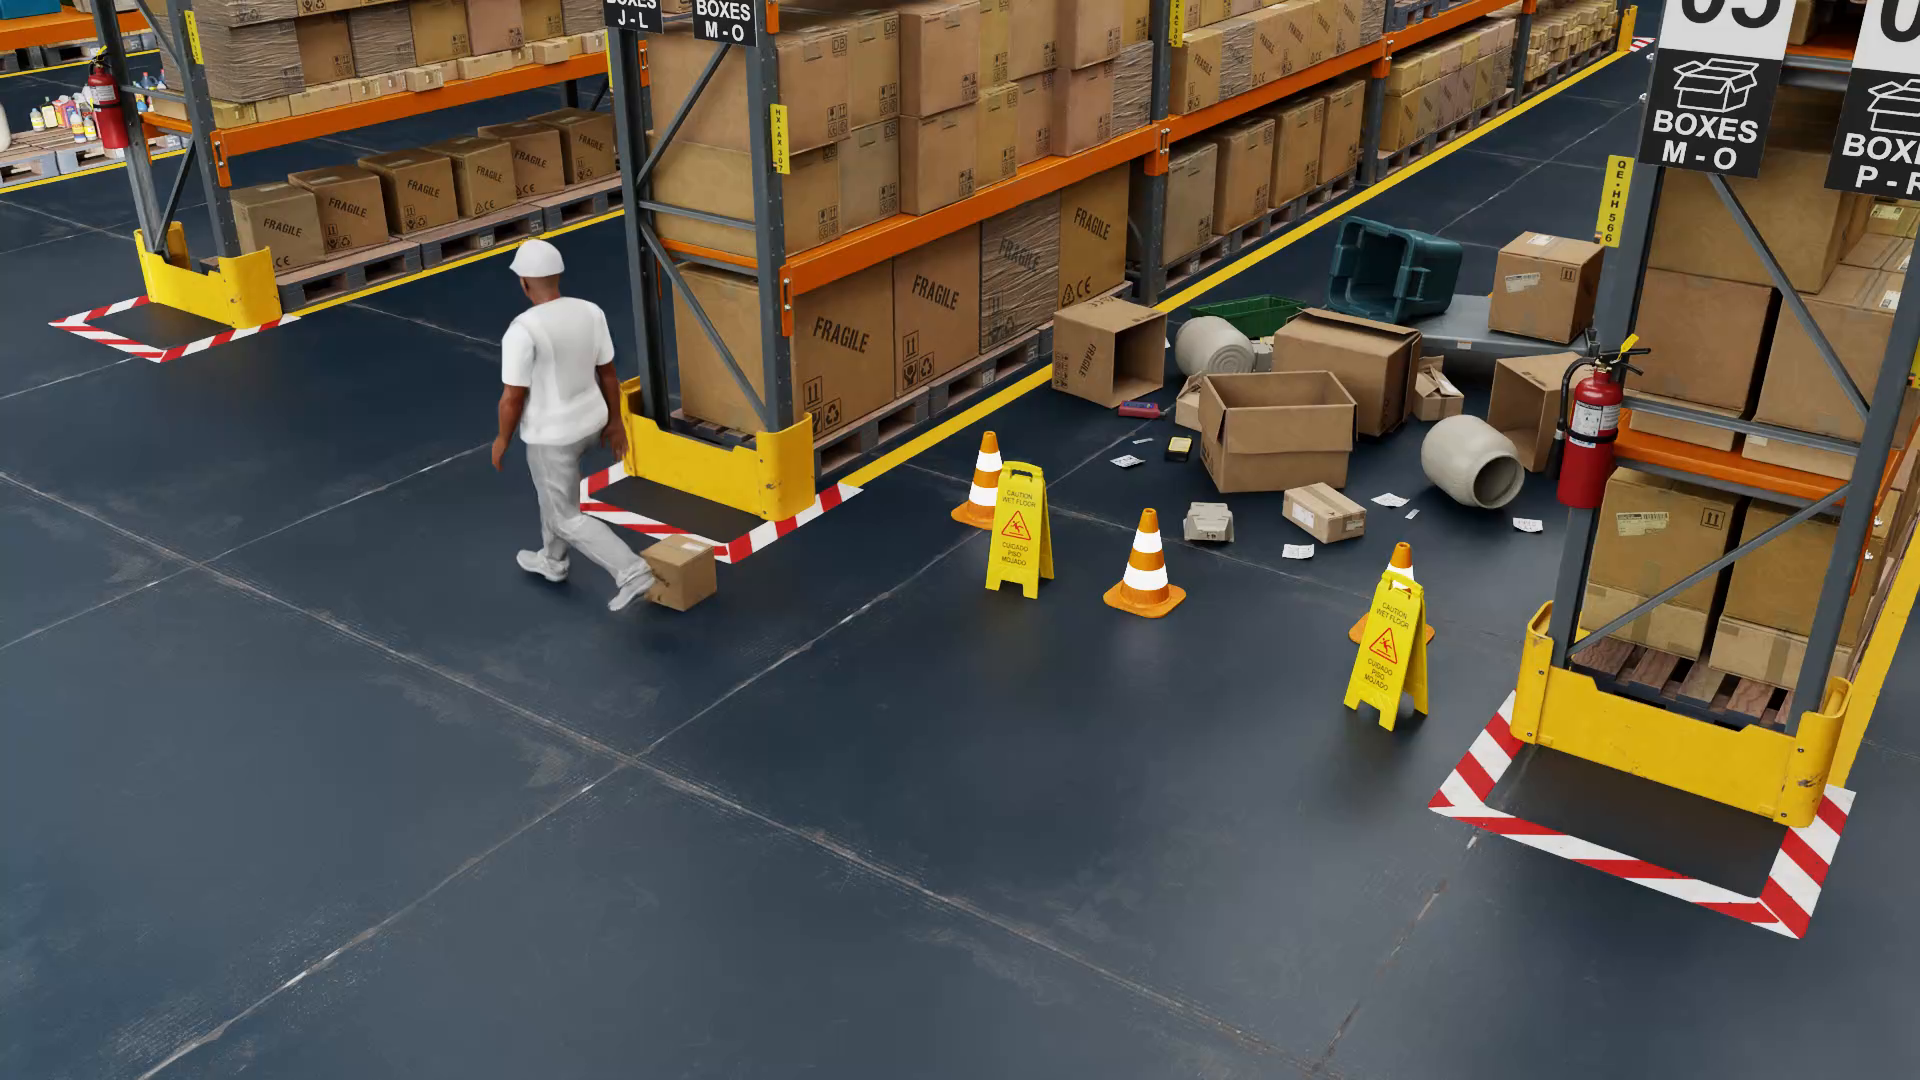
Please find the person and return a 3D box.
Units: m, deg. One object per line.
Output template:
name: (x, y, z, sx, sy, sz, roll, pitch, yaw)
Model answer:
person: (-1.784, -0.506, 7.584, 0.995, 1.726, 0.575, 14, 30, 25)
